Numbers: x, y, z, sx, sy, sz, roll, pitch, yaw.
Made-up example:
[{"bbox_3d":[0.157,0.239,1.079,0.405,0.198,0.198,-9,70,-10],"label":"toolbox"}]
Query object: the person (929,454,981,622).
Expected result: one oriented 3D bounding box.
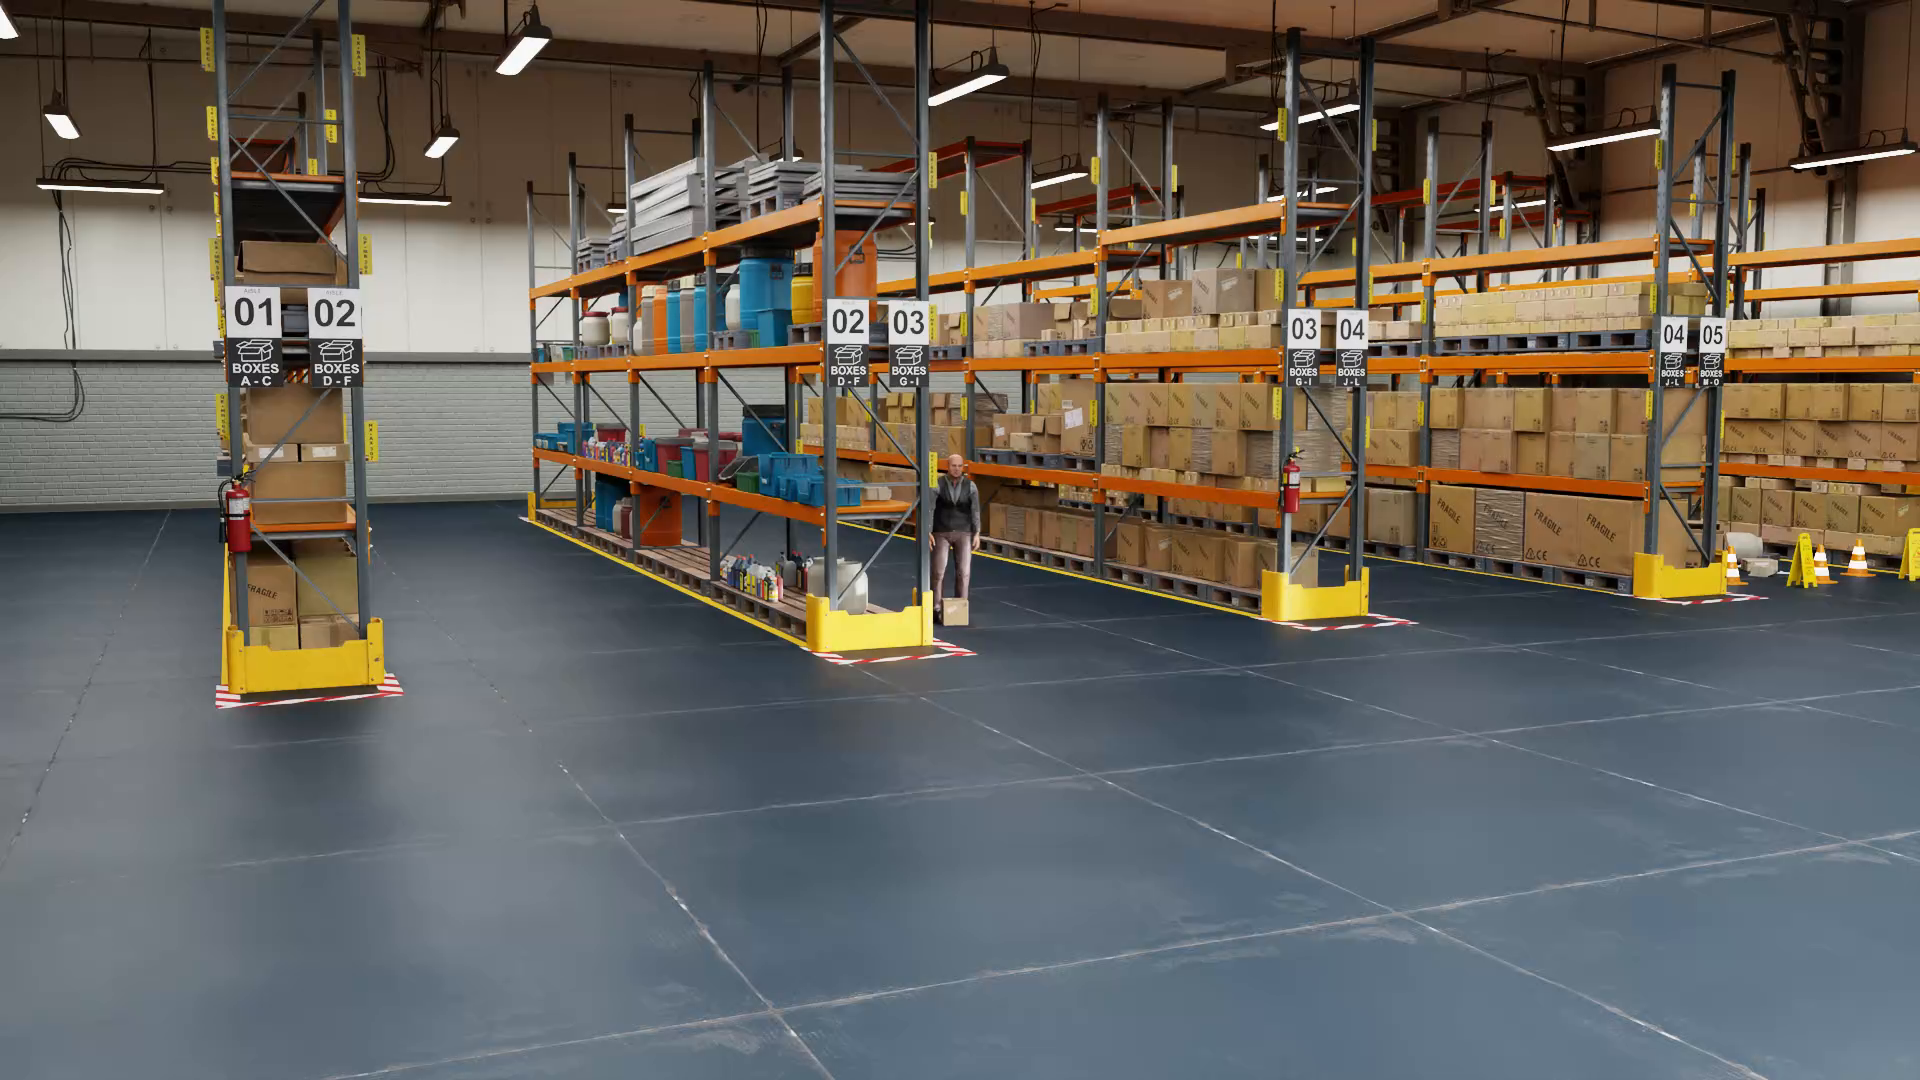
[{"bbox_3d":[-0.076,-0.026,17.151,0.594,1.721,0.470,-1,5,-8],"label":"person"}]
